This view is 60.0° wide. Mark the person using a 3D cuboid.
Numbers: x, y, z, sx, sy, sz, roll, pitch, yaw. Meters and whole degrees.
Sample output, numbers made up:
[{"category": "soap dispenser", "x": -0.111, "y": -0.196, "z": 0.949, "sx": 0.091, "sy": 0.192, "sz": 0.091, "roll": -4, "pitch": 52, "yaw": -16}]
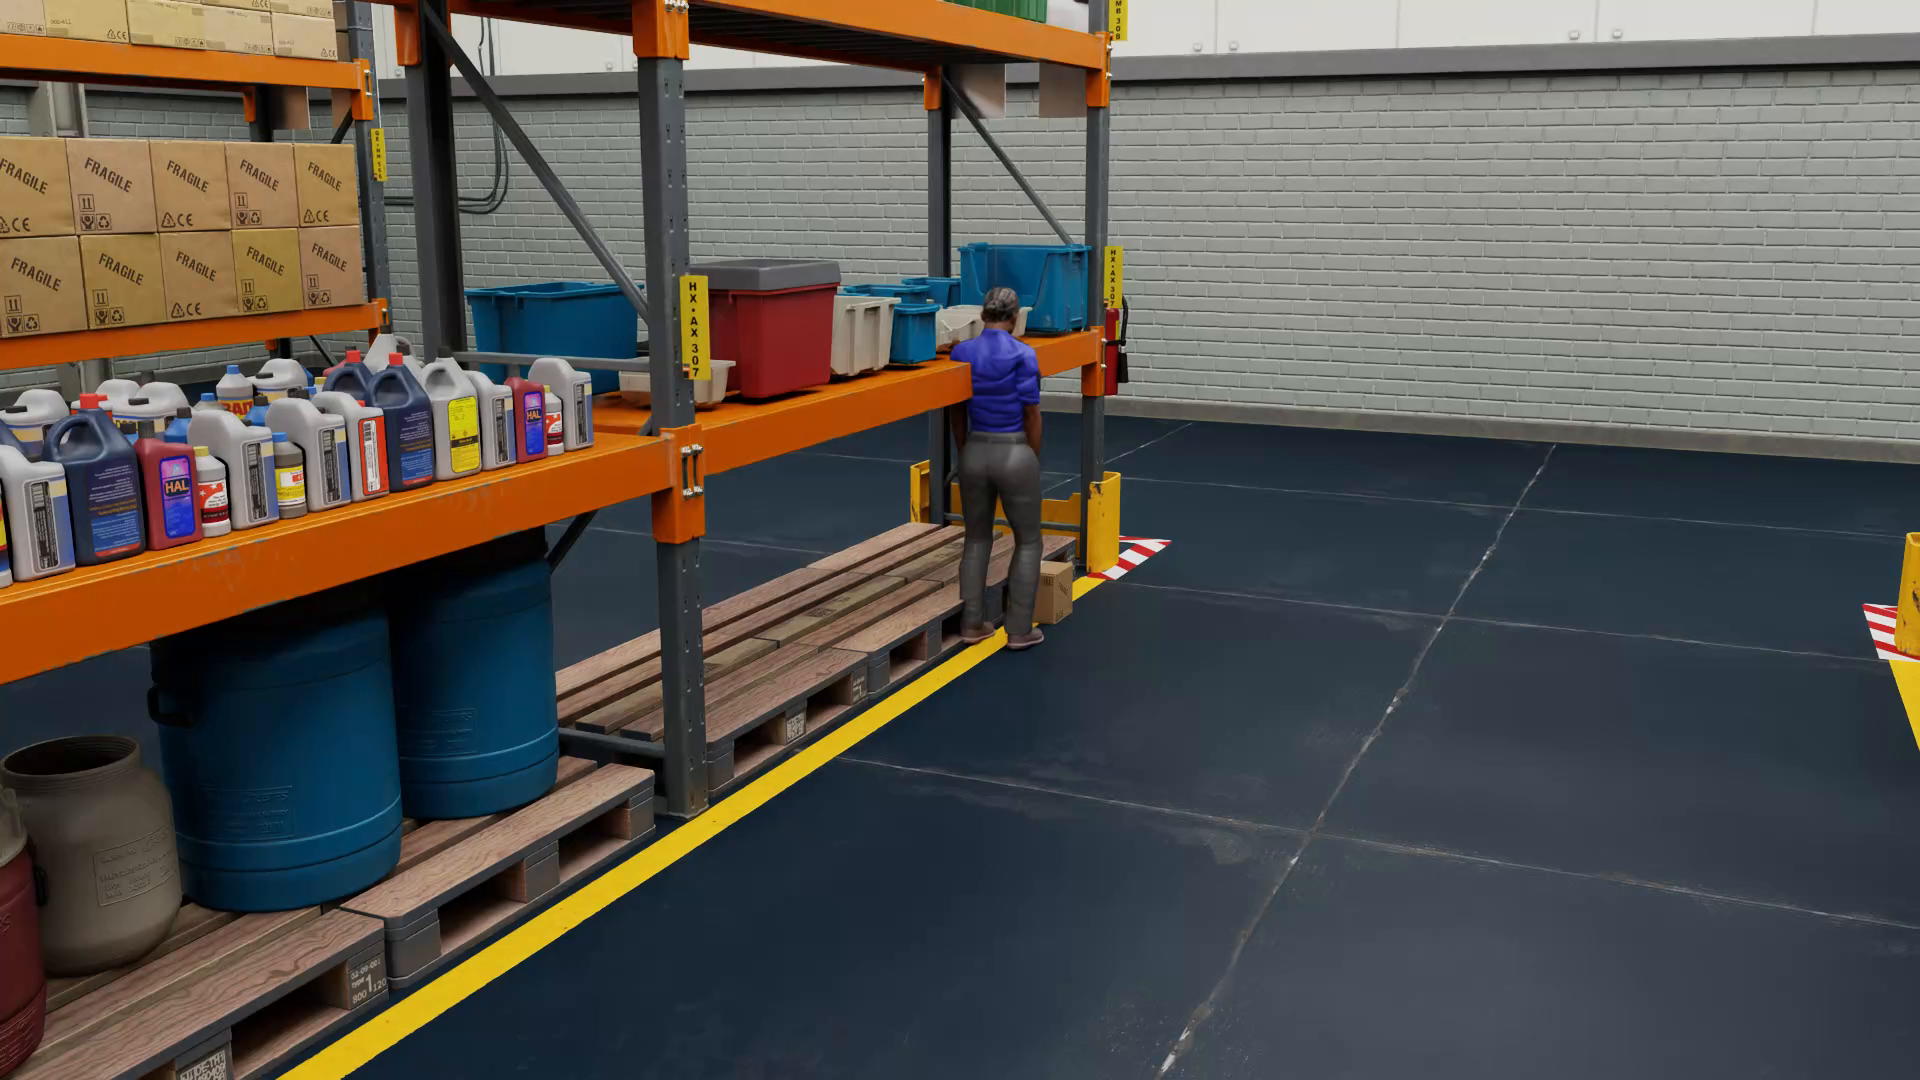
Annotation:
[{"category": "person", "x": 0.161, "y": -0.321, "z": 7.540, "sx": 0.448, "sy": 1.631, "sz": 0.342, "roll": 6, "pitch": 14, "yaw": 24}]
